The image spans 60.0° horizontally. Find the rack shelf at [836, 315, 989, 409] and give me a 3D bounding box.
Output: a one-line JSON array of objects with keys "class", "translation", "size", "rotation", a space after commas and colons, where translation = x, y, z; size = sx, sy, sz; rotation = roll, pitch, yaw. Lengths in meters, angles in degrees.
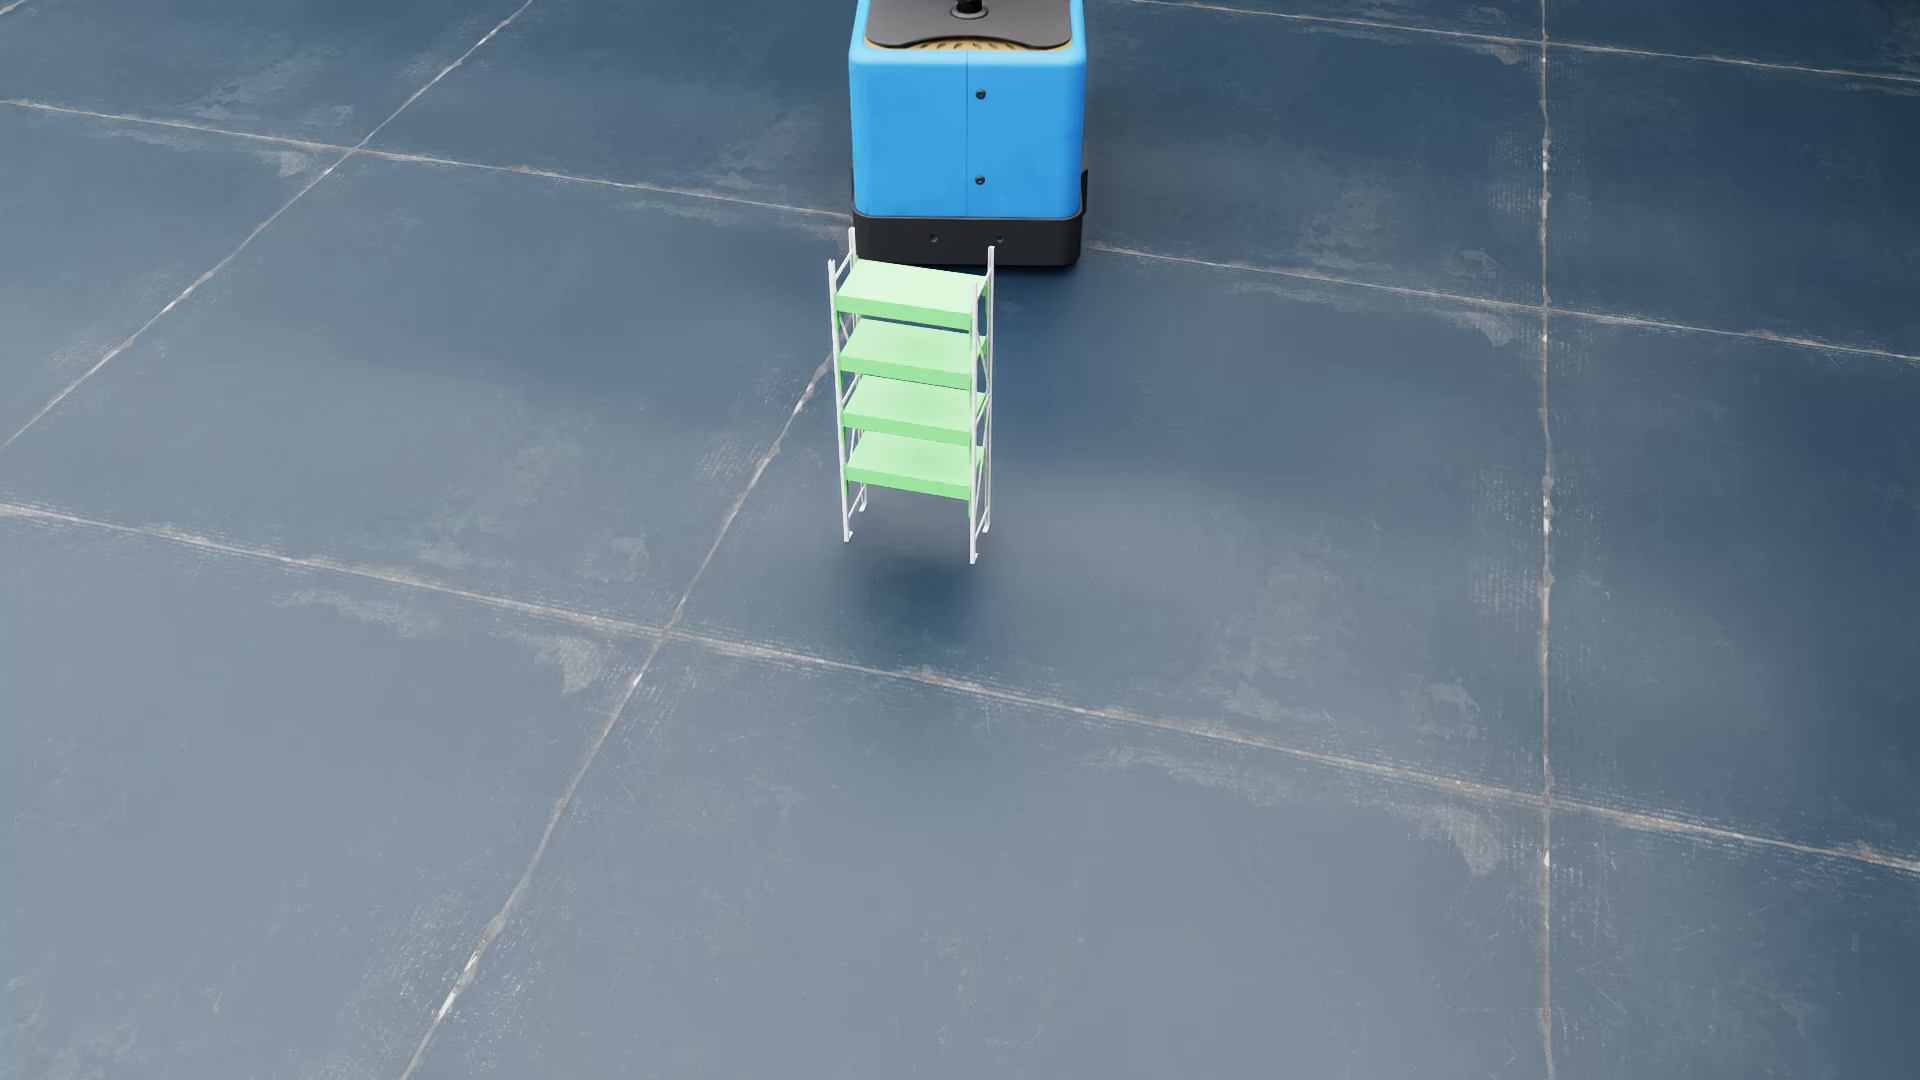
[{"class": "rack shelf", "translation": [-0.160, -0.622, 5.784], "size": [0.480, 0.148, 0.258], "rotation": [10, 41, 11]}]

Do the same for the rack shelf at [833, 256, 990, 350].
[{"class": "rack shelf", "translation": [-0.160, -0.806, 5.629], "size": [0.480, 0.148, 0.258], "rotation": [10, 41, 11]}]

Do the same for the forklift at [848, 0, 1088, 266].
[{"class": "forklift", "translation": [0.068, -3.307, 7.908], "size": [1.130, 2.935, 3.031], "rotation": [1, 40, 1]}]

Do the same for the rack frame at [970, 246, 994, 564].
[{"class": "rack frame", "translation": [0.076, -0.446, 5.849], "size": [0.015, 1.200, 0.240], "rotation": [10, 41, 11]}]

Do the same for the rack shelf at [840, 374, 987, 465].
[{"class": "rack shelf", "translation": [-0.160, -0.438, 5.938], "size": [0.480, 0.148, 0.258], "rotation": [10, 41, 11]}]

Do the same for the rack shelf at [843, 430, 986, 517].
[{"class": "rack shelf", "translation": [-0.160, -0.254, 6.092], "size": [0.480, 0.148, 0.258], "rotation": [10, 41, 11]}]

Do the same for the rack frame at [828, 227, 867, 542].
[{"class": "rack frame", "translation": [-0.396, -0.528, 5.945], "size": [0.015, 1.200, 0.240], "rotation": [10, 41, 11]}]

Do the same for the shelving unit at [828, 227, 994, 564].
[{"class": "shelving unit", "translation": [-0.160, -0.487, 5.897], "size": [0.503, 1.200, 0.258], "rotation": [10, 41, 11]}]
